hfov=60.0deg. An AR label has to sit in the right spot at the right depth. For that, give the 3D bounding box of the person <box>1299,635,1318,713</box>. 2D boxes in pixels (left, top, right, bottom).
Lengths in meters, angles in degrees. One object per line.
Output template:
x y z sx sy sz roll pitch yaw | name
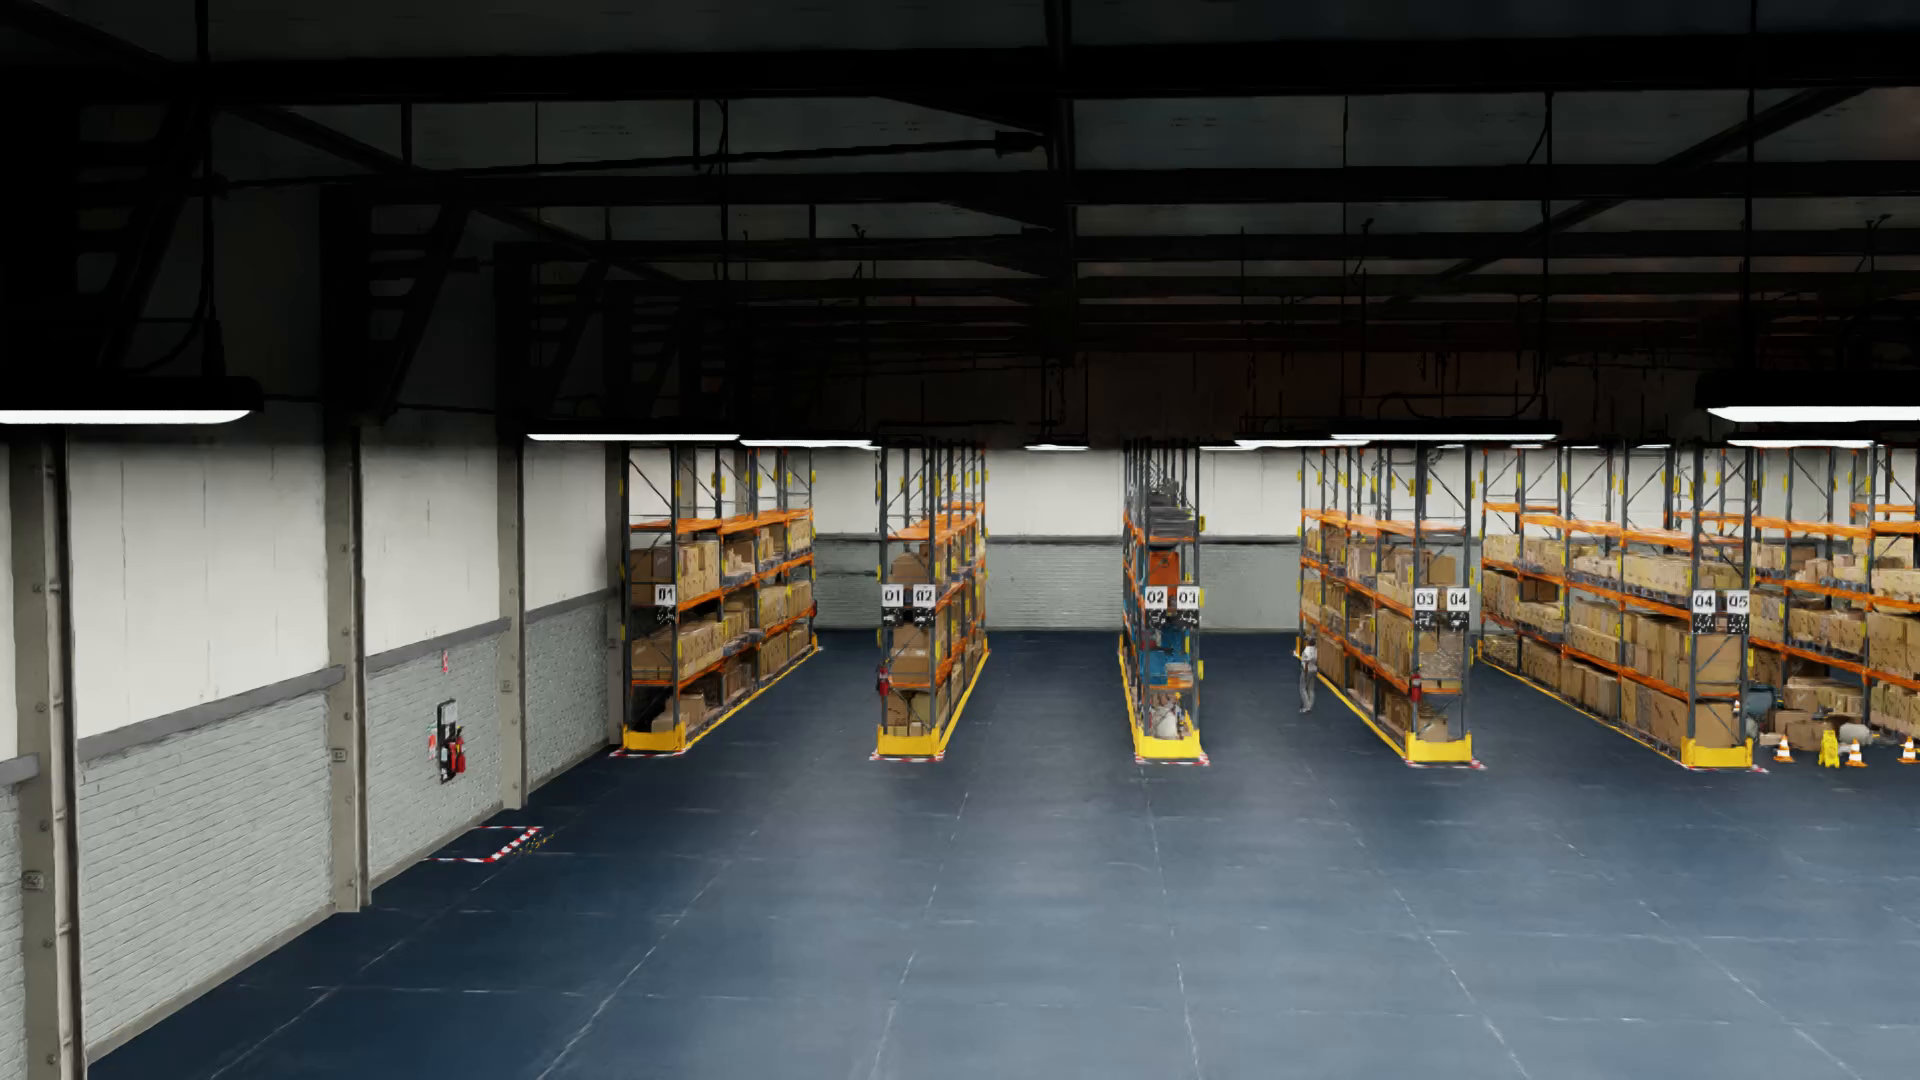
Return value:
7.618 2.938 36.525 0.394 1.698 0.598 3 4 41 | person

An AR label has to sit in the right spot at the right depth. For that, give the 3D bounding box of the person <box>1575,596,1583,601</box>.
17.895 2.383 47.790 0.614 1.585 0.523 -2 4 -35 | person
